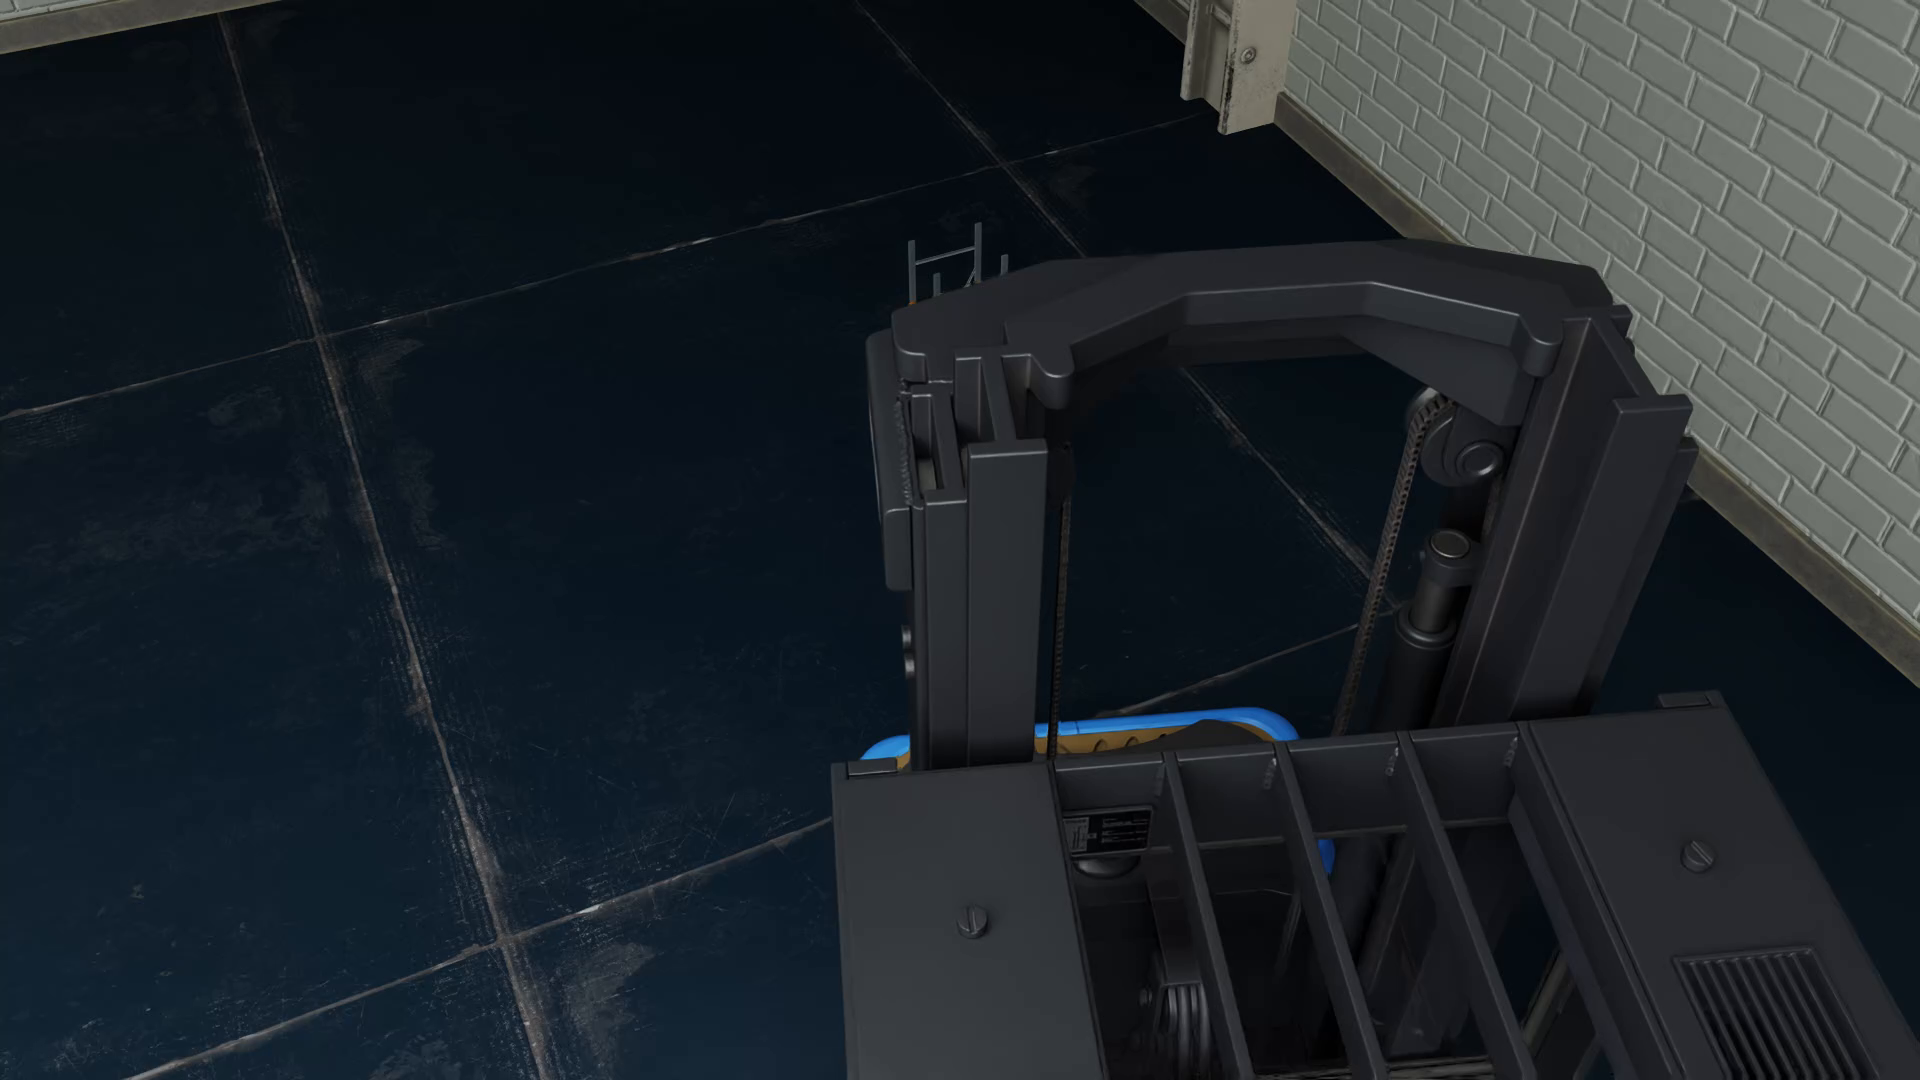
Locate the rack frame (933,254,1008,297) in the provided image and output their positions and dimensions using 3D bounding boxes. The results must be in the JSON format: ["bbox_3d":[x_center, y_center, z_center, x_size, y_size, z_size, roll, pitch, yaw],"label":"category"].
[{"bbox_3d":[0.032,-0.378,5.279,0.240,1.200,0.006,-18,47,-17],"label":"rack frame"}]

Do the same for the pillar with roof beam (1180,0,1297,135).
[{"bbox_3d":[-2.642,-3.962,3.358,9.100,9.000,0.400,-18,47,-17],"label":"pillar with roof beam"}]

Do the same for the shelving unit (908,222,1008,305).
[{"bbox_3d":[-0.006,-0.436,5.338,0.258,1.200,0.189,-18,47,-17],"label":"shelving unit"}]

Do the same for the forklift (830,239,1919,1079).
[{"bbox_3d":[0.418,1.165,2.482,1.130,2.935,3.031,-4,45,-4],"label":"forklift"}]

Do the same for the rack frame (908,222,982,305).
[{"bbox_3d":[-0.045,-0.495,5.397,0.240,1.200,0.006,-18,47,-17],"label":"rack frame"}]
